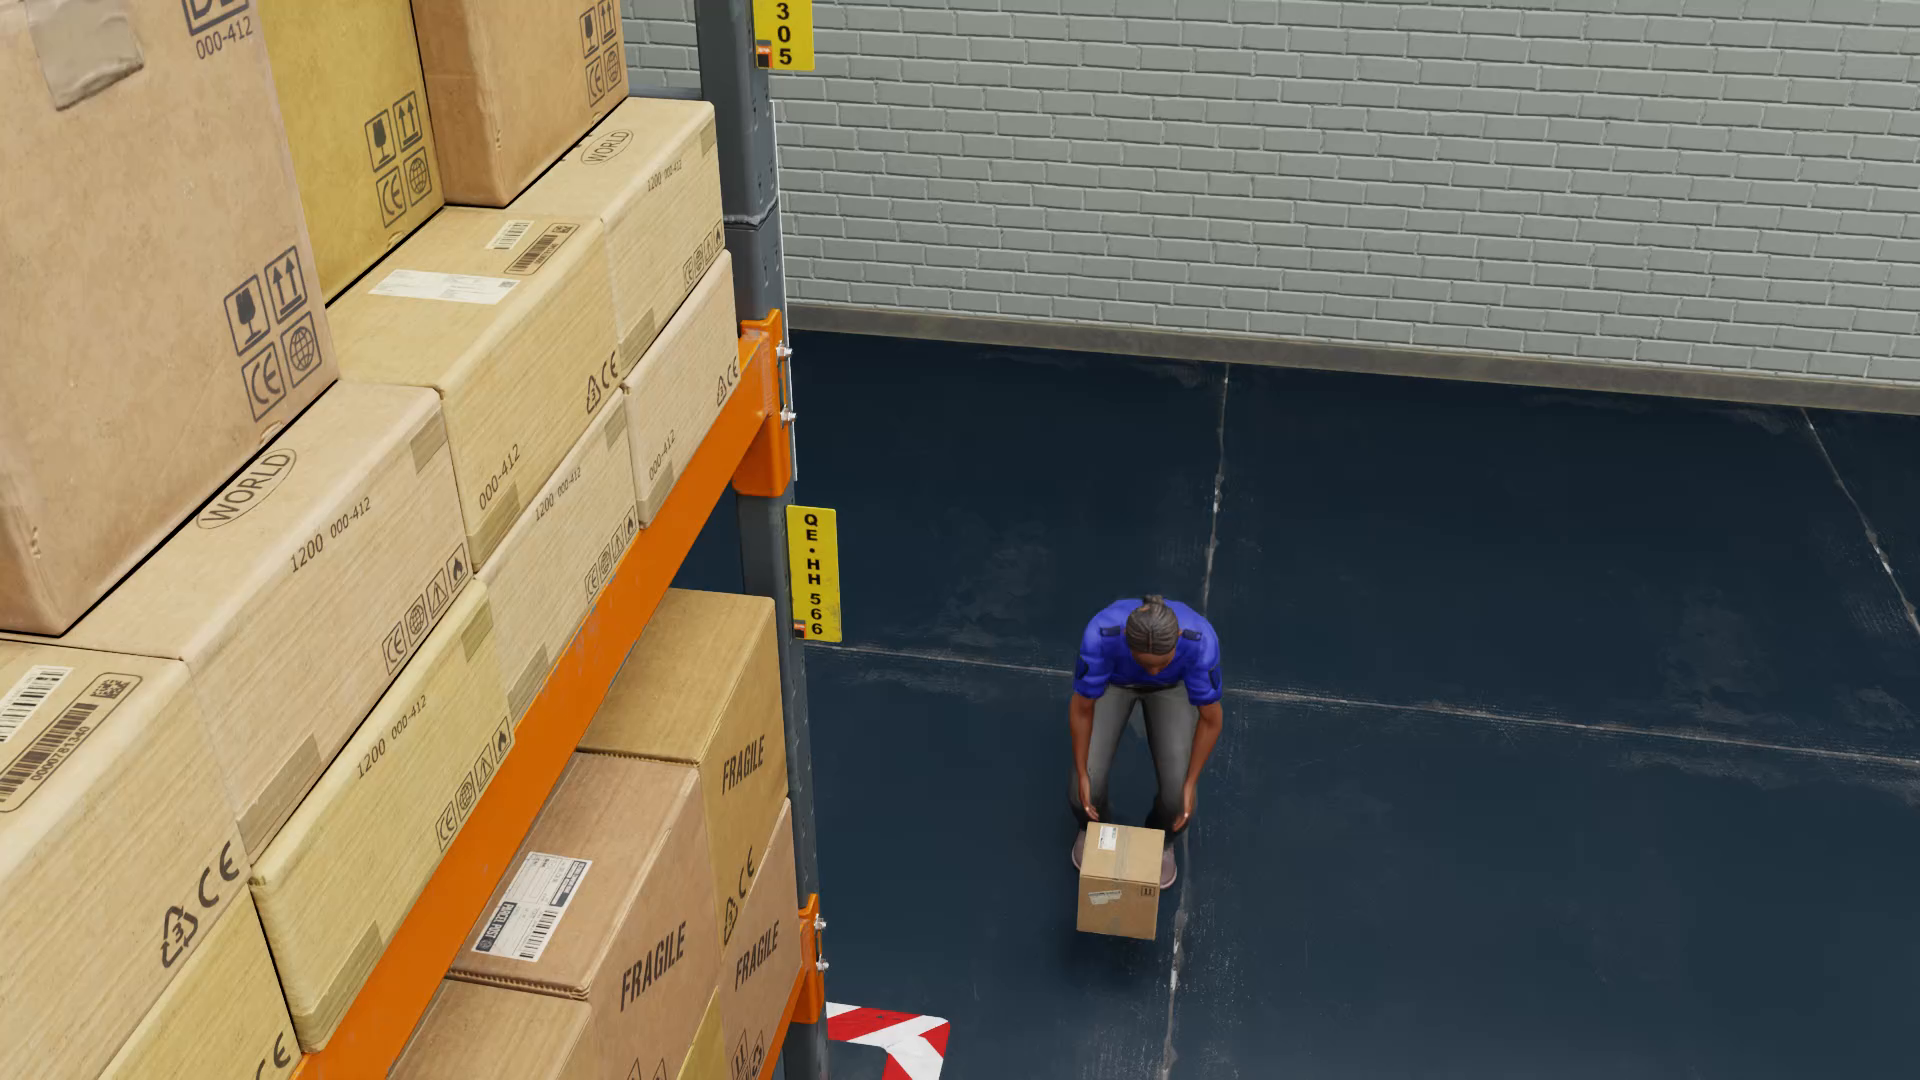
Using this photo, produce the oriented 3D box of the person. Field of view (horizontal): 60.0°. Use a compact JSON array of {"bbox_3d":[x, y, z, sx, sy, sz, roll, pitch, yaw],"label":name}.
[{"bbox_3d":[0.620,0.612,5.543,0.497,1.280,0.682,5,33,8],"label":"person"}]
